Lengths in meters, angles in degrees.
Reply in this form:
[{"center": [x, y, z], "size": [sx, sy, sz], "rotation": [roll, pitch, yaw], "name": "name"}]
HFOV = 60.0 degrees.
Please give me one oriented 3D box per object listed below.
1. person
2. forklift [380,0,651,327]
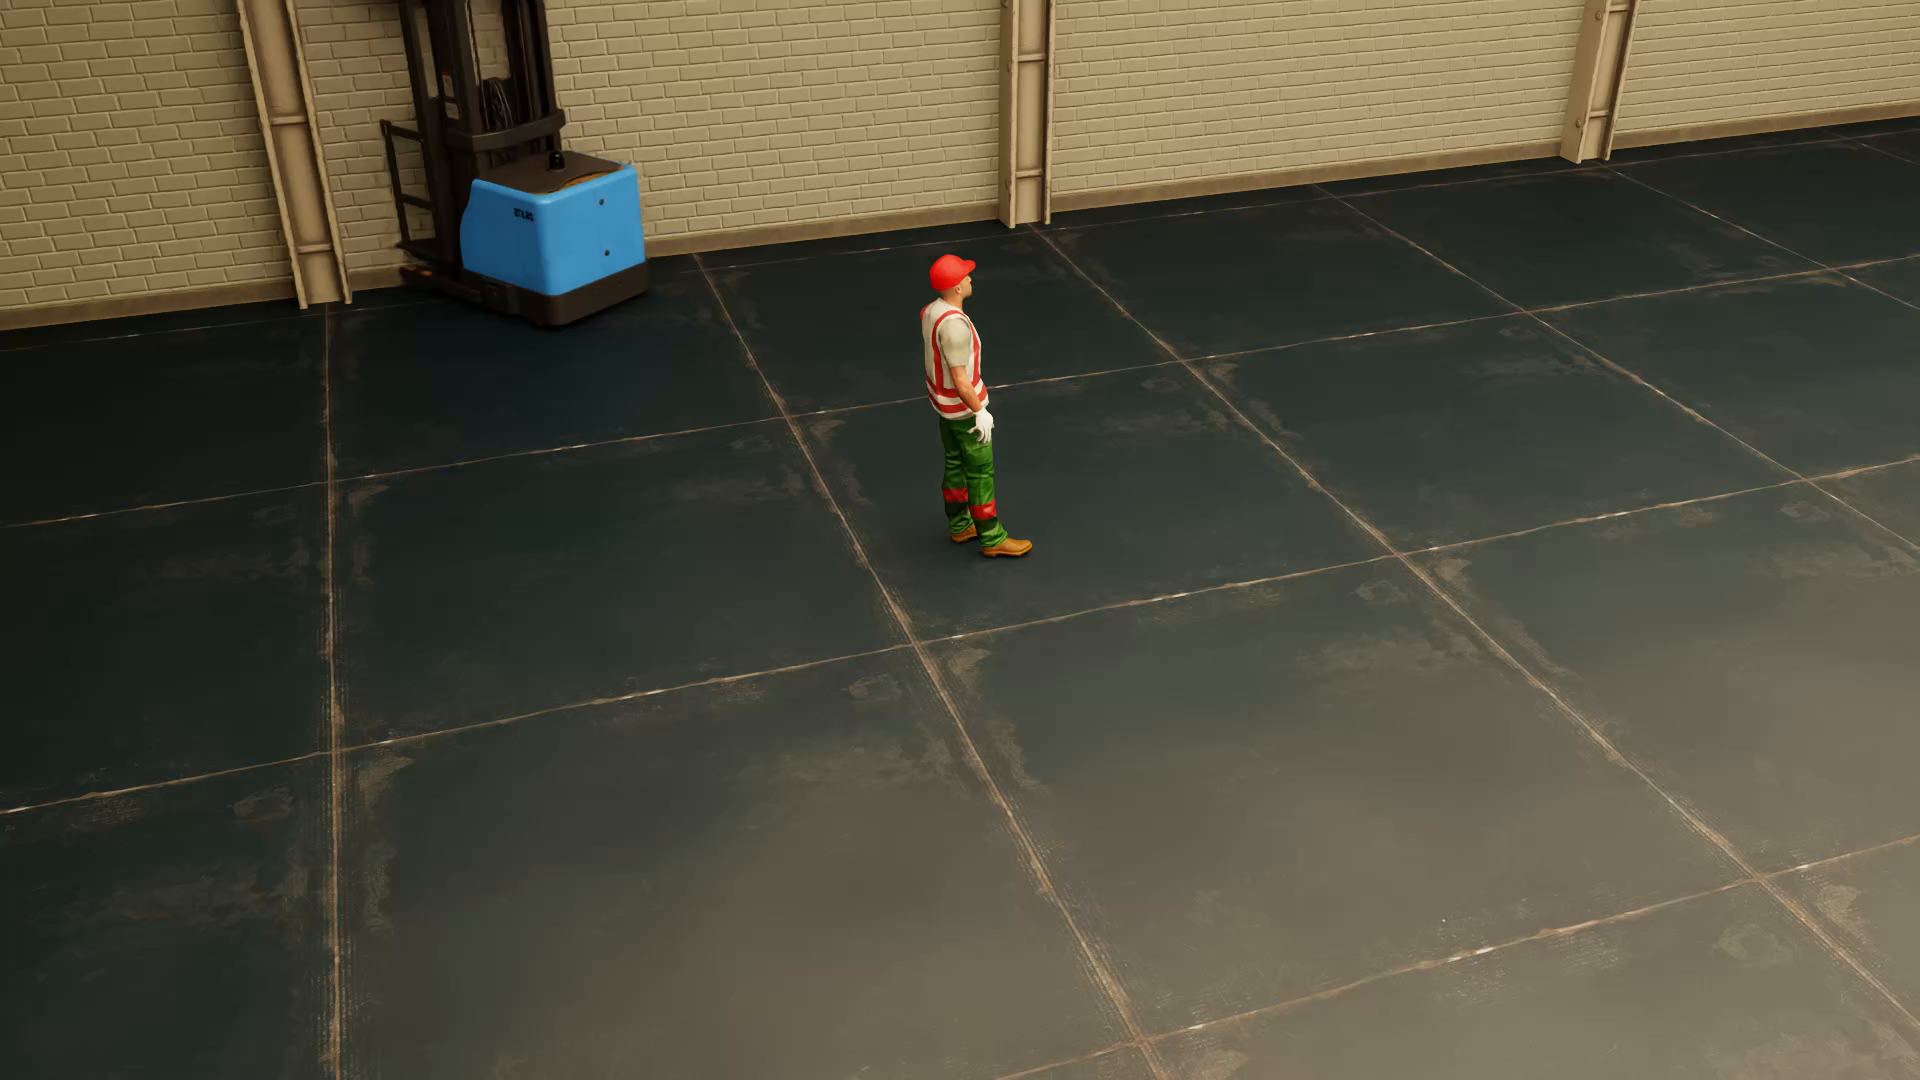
[{"center": [0.080, -0.789, 9.588], "size": [0.564, 1.787, 0.637], "rotation": [-10, 31, -16], "name": "person"}, {"center": [-3.982, -3.487, 13.147], "size": [3.031, 2.935, 1.130], "rotation": [20, 36, 31], "name": "forklift"}]
